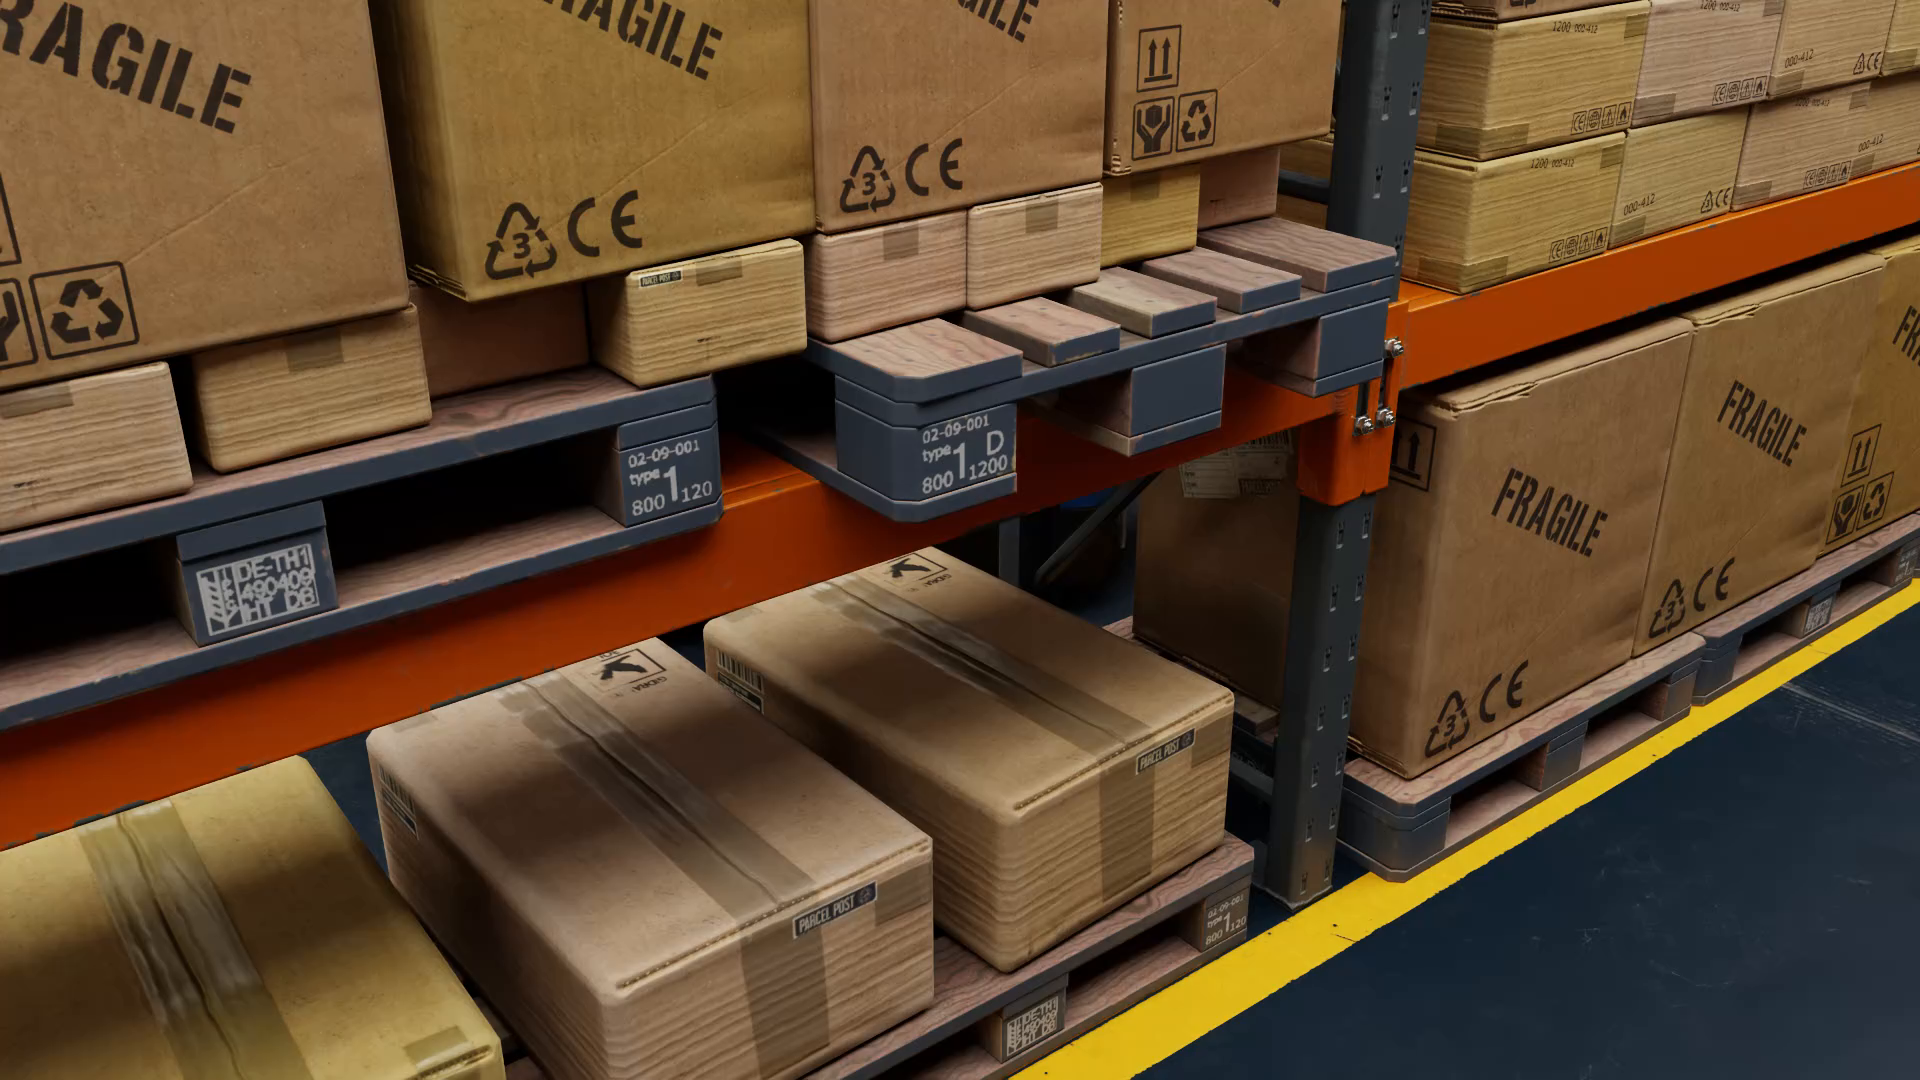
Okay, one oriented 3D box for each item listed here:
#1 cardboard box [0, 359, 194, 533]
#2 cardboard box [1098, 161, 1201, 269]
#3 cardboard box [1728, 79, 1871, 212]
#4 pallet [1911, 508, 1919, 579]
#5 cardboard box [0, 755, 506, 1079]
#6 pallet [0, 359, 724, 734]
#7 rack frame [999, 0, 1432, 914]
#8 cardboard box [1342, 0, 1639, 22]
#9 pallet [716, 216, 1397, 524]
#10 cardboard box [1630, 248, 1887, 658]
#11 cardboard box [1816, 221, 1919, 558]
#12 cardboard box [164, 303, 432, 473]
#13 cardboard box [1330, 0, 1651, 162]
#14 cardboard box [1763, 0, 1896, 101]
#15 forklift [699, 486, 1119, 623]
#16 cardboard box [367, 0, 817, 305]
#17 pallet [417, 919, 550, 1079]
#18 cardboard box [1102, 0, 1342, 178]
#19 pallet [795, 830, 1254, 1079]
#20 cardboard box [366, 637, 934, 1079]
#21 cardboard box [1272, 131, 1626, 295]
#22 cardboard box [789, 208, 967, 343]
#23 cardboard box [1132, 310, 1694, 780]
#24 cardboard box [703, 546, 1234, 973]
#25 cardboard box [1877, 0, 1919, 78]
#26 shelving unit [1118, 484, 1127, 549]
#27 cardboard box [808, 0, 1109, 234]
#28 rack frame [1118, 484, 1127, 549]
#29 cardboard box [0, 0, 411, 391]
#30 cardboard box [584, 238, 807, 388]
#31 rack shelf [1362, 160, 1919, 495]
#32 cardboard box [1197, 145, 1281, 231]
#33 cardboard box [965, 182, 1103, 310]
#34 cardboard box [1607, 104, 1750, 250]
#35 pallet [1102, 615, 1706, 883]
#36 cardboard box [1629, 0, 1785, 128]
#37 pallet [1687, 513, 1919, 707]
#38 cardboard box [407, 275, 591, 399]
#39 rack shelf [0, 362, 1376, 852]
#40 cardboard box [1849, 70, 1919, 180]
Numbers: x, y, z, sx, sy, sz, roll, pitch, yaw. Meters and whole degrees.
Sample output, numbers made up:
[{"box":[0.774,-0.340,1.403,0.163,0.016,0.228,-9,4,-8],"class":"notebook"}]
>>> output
[{"box":[-1.027,-0.152,1.815,0.250,0.149,0.380,-17,30,-32],"class":"cardboard box"},{"box":[0.169,-0.566,2.707,0.250,0.149,0.380,-18,30,-33],"class":"cardboard box"},{"box":[1.798,-0.996,4.011,0.500,0.250,0.500,-17,30,-32],"class":"cardboard box"},{"box":[3.035,-0.295,5.636,1.213,0.211,1.003,-18,31,-34],"class":"pallet"},{"box":[-1.178,0.788,2.612,0.625,0.372,0.950,-17,30,-32],"class":"cardboard box"},{"box":[-1.084,-0.132,2.199,1.213,0.211,1.003,-18,31,-34],"class":"pallet"},{"box":[0.448,-0.747,3.296,0.127,3.000,1.000,-18,31,-34],"class":"rack frame"},{"box":[0.987,-1.293,3.166,0.500,0.500,0.500,-19,31,-36],"class":"cardboard box"},{"box":[-0.047,-0.439,2.861,1.003,0.211,1.213,-18,31,-34],"class":"pallet"},{"box":[1.748,-0.356,4.478,0.875,0.875,0.875,-18,30,-33],"class":"cardboard box"},{"box":[2.452,-0.588,4.978,0.875,0.875,0.875,-17,30,-33],"class":"cardboard box"},{"box":[-0.835,-0.231,1.985,0.250,0.149,0.380,-19,31,-36],"class":"cardboard box"},{"box":[1.000,-0.955,3.329,0.500,0.250,0.500,-19,31,-34],"class":"cardboard box"},{"box":[1.807,-1.214,3.888,0.500,0.250,0.500,-18,31,-34],"class":"cardboard box"},{"box":[-1.106,-1.243,4.447,3.031,2.935,1.130,-4,25,-10],"class":"forklift"},{"box":[-0.534,-0.638,2.090,0.500,0.500,0.500,-21,32,-37],"class":"cardboard box"},{"box":[-1.127,1.036,2.767,1.213,0.211,1.003,-18,31,-34],"class":"pallet"},{"box":[0.262,-0.907,2.671,0.500,0.500,0.500,-19,31,-35],"class":"cardboard box"},{"box":[-0.167,0.721,3.446,1.213,0.211,1.003,-18,31,-34],"class":"pallet"},{"box":[-0.578,0.593,3.033,0.625,0.372,0.950,-19,31,-35],"class":"cardboard box"},{"box":[0.989,-0.722,3.422,0.500,0.250,0.500,-19,31,-35],"class":"cardboard box"},{"box":[-0.204,-0.423,2.399,0.250,0.149,0.380,-20,32,-36],"class":"cardboard box"},{"box":[1.043,-0.125,3.982,0.875,0.875,0.875,-19,31,-34],"class":"cardboard box"},{"box":[-0.002,0.398,3.451,0.625,0.372,0.950,-21,32,-37],"class":"cardboard box"},{"box":[2.214,-1.342,4.162,0.500,0.250,0.500,-18,30,-33],"class":"cardboard box"},{"box":[0.659,-0.612,5.144,0.503,1.200,0.258,-14,28,-28],"class":"shelving unit"},{"box":[-0.138,-0.769,2.374,0.500,0.500,0.500,-19,31,-35],"class":"cardboard box"},{"box":[0.449,-0.560,5.032,0.015,1.200,0.240,-14,28,-28],"class":"rack frame"},{"box":[-0.964,-0.496,1.785,0.500,0.500,0.500,-20,31,-36],"class":"cardboard box"},{"box":[-0.412,-0.347,2.235,0.250,0.149,0.380,-18,30,-33],"class":"cardboard box"},{"box":[2.022,-0.940,4.567,4.000,0.370,1.077,-18,31,-34],"class":"rack shelf"},{"box":[0.336,-0.660,2.909,0.250,0.149,0.380,-17,30,-32],"class":"cardboard box"},{"box":[-0.001,-0.486,2.534,0.250,0.149,0.380,-19,31,-34],"class":"cardboard box"},{"box":[1.382,-0.862,3.722,0.500,0.250,0.500,-19,31,-35],"class":"cardboard box"},{"box":[1.115,0.338,4.270,1.213,0.211,1.003,-18,31,-34],"class":"pallet"},{"box":[1.407,-1.089,3.618,0.500,0.250,0.500,-17,30,-33],"class":"cardboard box"},{"box":[2.075,0.023,4.949,1.213,0.211,1.003,-18,31,-34],"class":"pallet"},{"box":[-0.688,-0.324,2.184,0.250,0.149,0.380,-18,30,-34],"class":"cardboard box"},{"box":[-1.125,0.099,2.328,4.000,0.370,1.077,-18,31,-34],"class":"rack shelf"},{"box":[2.185,-1.125,4.290,0.500,0.250,0.500,-18,31,-34],"class":"cardboard box"}]
